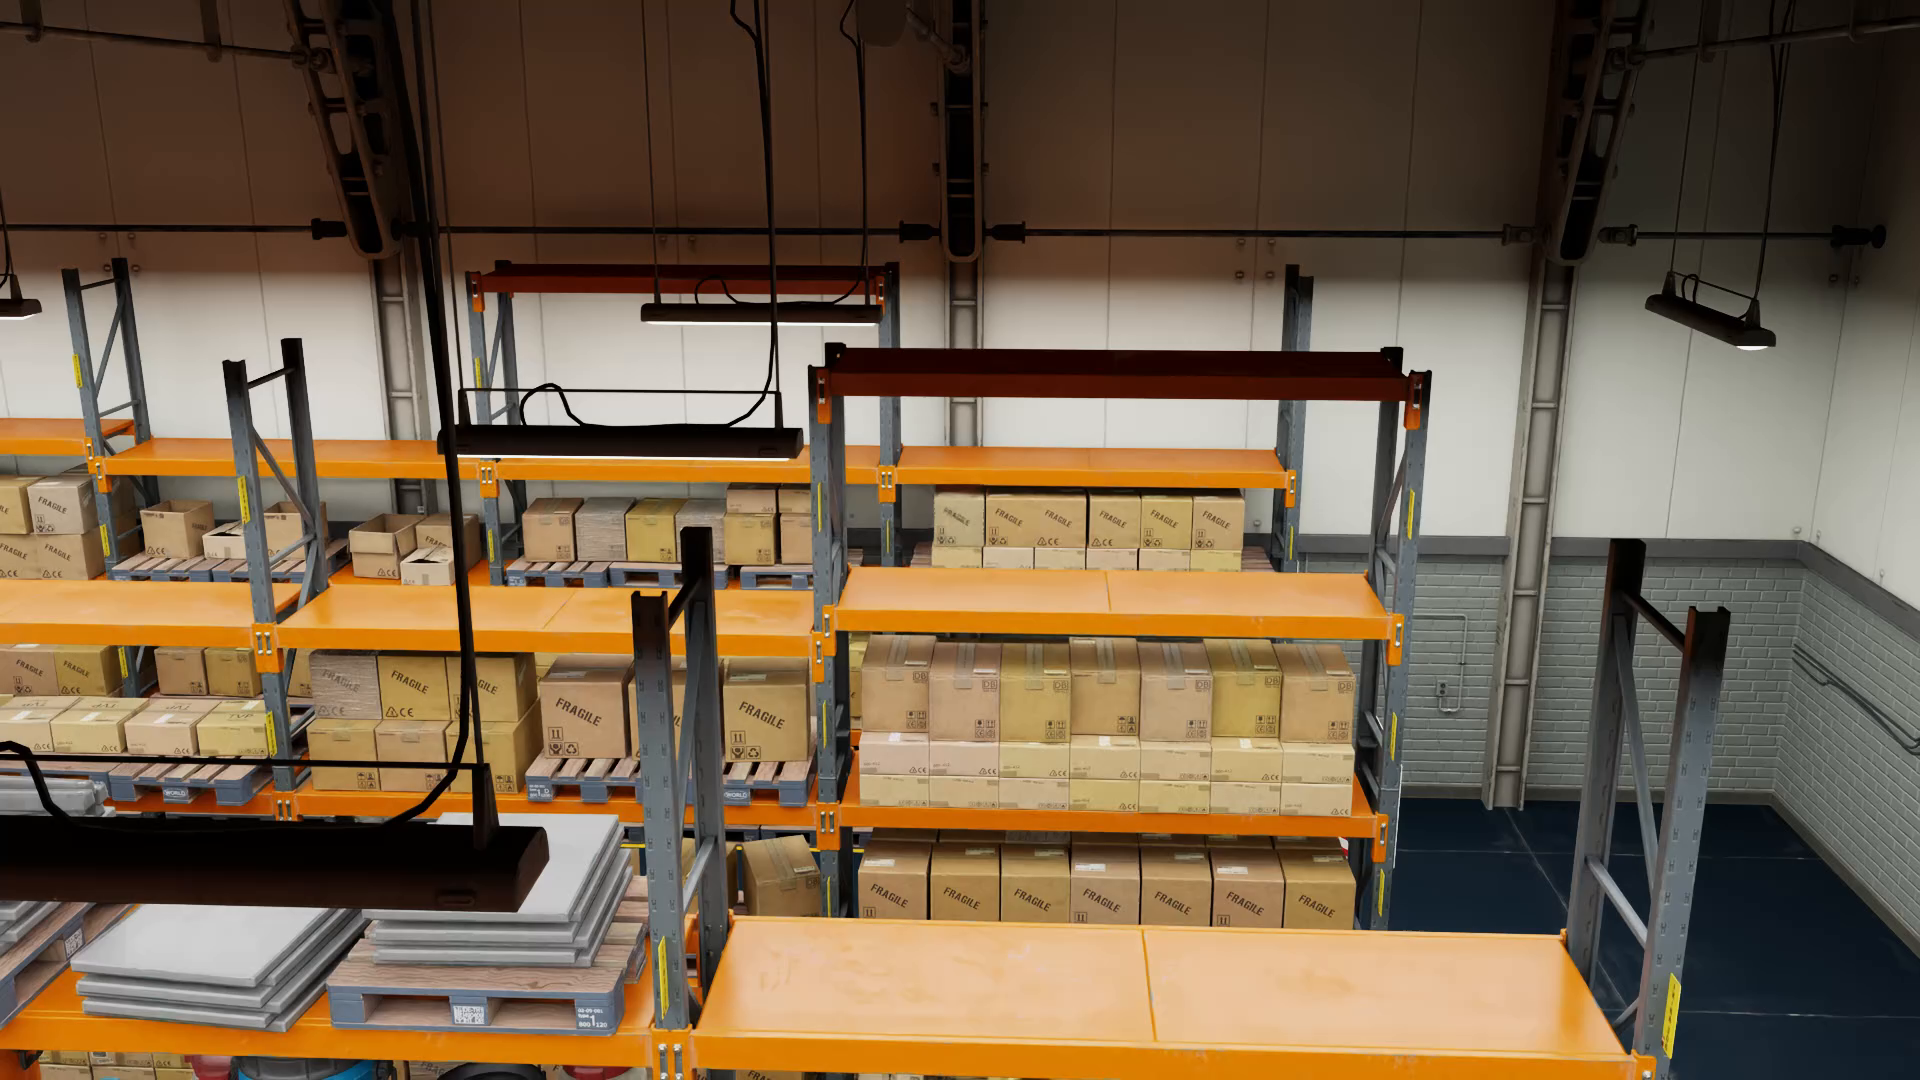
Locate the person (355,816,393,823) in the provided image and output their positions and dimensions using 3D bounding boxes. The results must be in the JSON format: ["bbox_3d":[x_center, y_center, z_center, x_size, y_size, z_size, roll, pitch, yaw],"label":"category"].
[{"bbox_3d":[-5.780,2.646,16.285,0.474,1.774,0.596,6,17,19],"label":"person"}]
